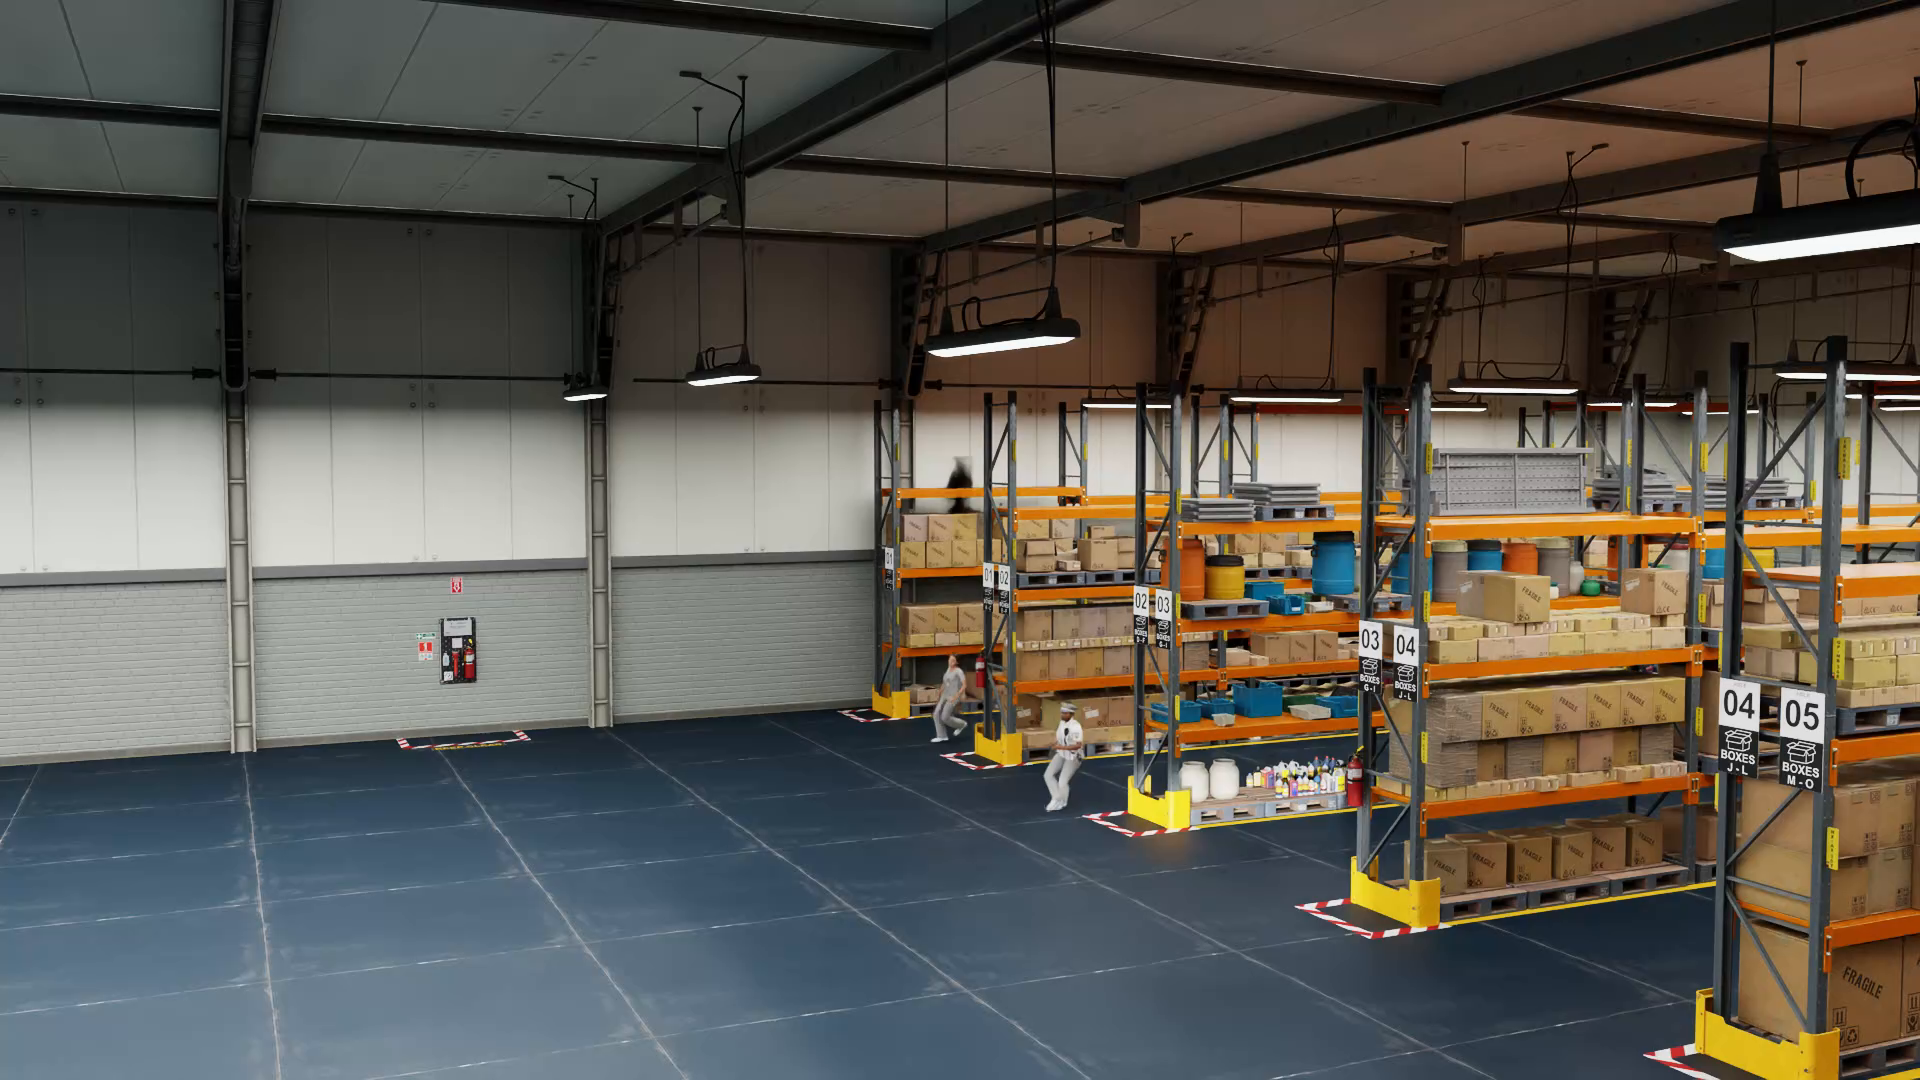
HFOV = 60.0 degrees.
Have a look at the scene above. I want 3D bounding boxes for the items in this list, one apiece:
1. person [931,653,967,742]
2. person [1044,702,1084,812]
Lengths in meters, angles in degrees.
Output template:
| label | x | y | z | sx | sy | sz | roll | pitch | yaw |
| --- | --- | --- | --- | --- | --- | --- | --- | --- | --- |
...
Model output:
| label | x | y | z | sx | sy | sz | roll | pitch | yaw |
| --- | --- | --- | --- | --- | --- | --- | --- | --- | --- |
| person | -0.082 | 2.719 | 28.696 | 0.595 | 1.591 | 0.683 | -2 | 4 | -35 |
| person | 1.468 | 3.021 | 23.202 | 0.719 | 1.576 | 0.603 | 3 | 5 | 43 |
